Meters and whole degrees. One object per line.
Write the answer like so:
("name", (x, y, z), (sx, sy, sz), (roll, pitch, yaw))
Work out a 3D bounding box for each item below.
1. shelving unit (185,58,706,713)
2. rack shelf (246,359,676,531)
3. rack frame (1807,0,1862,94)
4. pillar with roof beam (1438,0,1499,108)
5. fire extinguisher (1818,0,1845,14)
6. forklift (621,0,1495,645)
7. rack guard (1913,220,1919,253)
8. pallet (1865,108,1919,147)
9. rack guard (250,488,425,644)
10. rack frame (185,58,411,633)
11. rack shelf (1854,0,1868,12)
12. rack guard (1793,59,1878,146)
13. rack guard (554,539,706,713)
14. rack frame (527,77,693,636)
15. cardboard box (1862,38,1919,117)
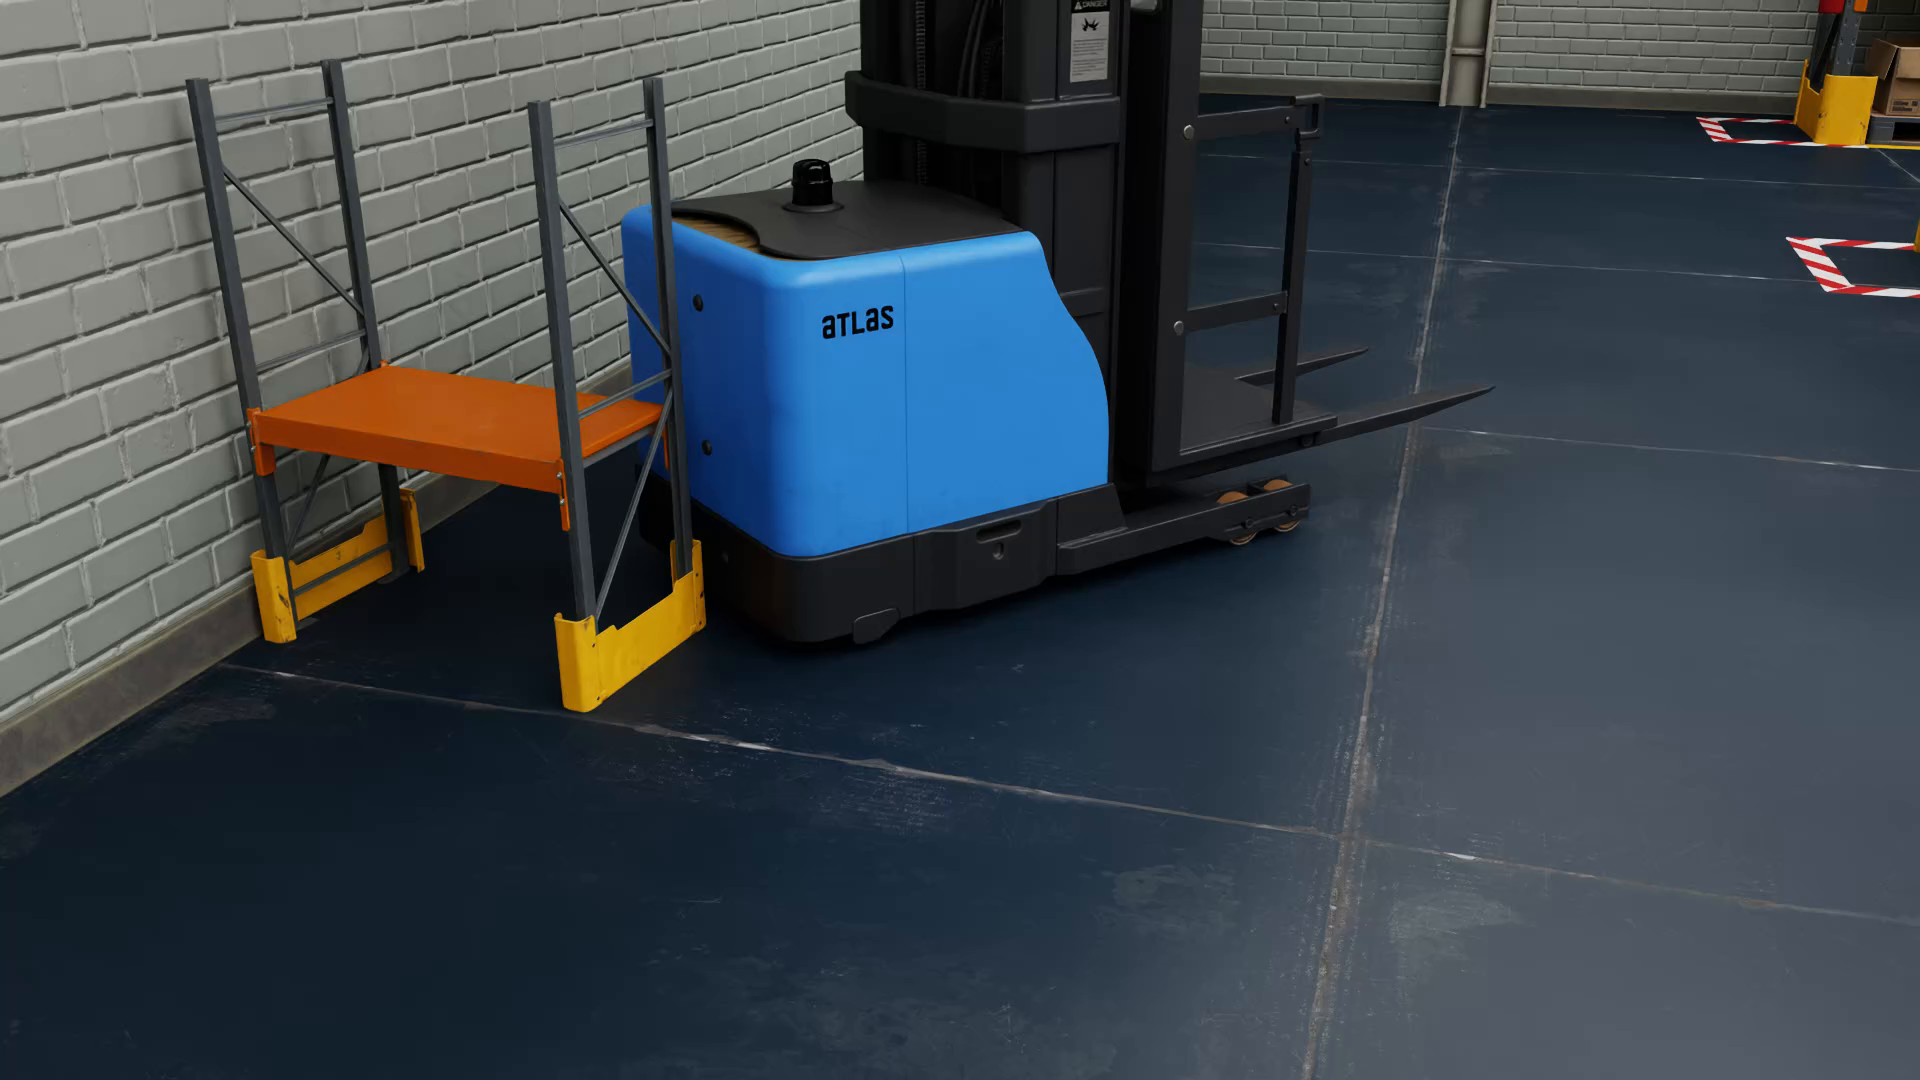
("shelving unit", (-1.320, -0.439, 4.364), (1.083, 1.500, 0.587), (9, 24, 22))
("rack shelf", (-1.312, -0.271, 4.429), (1.000, 0.185, 0.538), (9, 24, 22))
("rack frame", (6.725, -4.581, 12.487), (0.127, 3.000, 1.000), (7, 23, 16))
("pillar with roof beam", (3.161, -6.416, 9.054), (0.400, 9.000, 9.100), (7, 23, 16))
("fire extinguisher", (6.451, -4.221, 12.202), (0.183, 0.674, 0.296), (7, 23, 16))
("forklift", (0.514, -1.490, 5.040), (3.031, 2.935, 1.130), (-15, 26, -32))
("rack guard", (5.272, -1.624, 8.570), (0.348, 0.500, 1.175), (7, 23, 16))
("pallet", (7.562, -3.196, 12.783), (1.213, 0.211, 1.003), (7, 23, 16))
("rack guard", (-1.777, 0.064, 4.785), (0.087, 0.250, 0.587), (9, 24, 22))
("rack frame", (-1.778, -0.514, 4.548), (0.032, 1.500, 0.500), (9, 24, 22))
("rack shelf", (8.640, -4.029, 12.089), (4.000, 0.370, 1.077), (7, 23, 16))
("rack guard", (6.798, -3.417, 12.941), (0.348, 0.500, 1.175), (7, 23, 16))
("rack guard", (-0.863, 0.215, 4.417), (0.087, 0.250, 0.587), (9, 24, 22))
("rack frame", (-0.846, -0.361, 4.173), (0.032, 1.500, 0.500), (9, 24, 22))
("cardboard box", (7.284, -3.519, 12.633), (0.637, 0.503, 0.797), (6, 23, 13))
